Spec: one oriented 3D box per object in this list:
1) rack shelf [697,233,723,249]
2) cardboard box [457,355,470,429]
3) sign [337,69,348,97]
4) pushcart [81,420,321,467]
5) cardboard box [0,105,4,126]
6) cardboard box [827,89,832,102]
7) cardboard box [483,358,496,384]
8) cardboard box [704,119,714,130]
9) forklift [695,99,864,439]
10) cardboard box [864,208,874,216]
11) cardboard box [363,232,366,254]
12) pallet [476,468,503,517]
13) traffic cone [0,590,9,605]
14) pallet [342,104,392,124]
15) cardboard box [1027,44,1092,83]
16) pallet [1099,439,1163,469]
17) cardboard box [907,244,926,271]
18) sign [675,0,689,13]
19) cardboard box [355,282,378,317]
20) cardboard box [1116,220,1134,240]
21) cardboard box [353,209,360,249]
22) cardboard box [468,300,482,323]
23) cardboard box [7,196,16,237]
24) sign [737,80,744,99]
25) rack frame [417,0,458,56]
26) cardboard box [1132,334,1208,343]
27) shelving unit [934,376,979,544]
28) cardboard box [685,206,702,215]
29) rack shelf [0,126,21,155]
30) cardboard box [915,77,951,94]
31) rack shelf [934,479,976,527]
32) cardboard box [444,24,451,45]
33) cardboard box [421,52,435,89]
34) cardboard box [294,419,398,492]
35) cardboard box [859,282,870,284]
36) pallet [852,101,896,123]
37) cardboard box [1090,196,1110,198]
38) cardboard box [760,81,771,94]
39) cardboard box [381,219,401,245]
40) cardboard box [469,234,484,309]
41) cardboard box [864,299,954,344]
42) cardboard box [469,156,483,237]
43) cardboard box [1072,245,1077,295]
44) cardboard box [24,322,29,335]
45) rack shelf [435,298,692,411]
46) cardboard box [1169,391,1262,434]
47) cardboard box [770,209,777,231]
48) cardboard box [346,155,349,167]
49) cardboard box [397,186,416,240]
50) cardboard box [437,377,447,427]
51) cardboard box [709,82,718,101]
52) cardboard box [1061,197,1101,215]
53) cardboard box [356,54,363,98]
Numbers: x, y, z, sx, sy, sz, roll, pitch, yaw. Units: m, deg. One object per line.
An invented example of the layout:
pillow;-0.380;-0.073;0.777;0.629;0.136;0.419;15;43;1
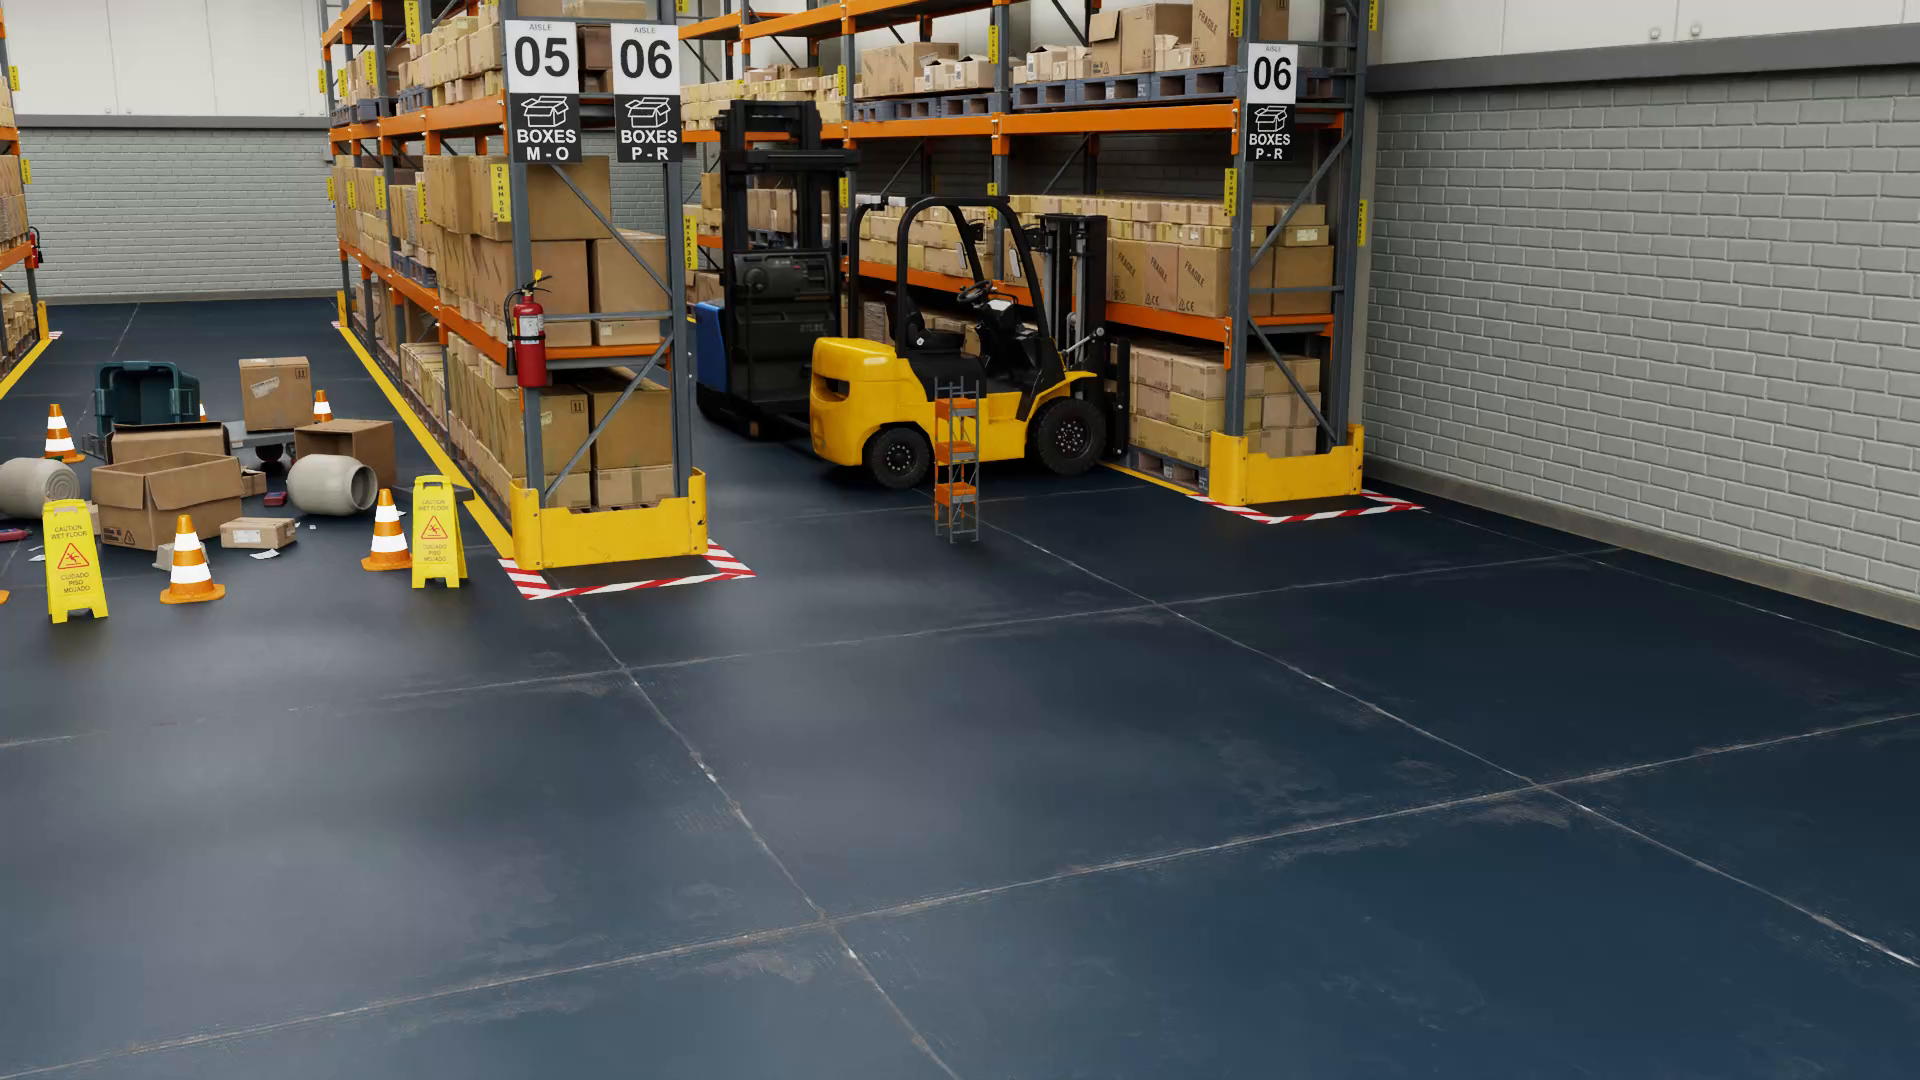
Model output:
rack shelf;-3.213;-4.336;24.548;1.077;0.370;4.000;-6;14;-23
cardboard box;-3.539;-1.146;12.672;0.500;0.500;0.500;-5;14;-21
sign;-7.466;-5.526;20.117;0.100;0.325;0.005;-6;14;-23
pushcart;-5.823;-0.678;12.961;1.648;0.377;0.936;-12;18;-42
cardboard box;-12.002;-5.184;20.298;0.500;0.250;0.500;-5;14;-20
cardboard box;-1.340;-5.193;19.450;0.380;0.149;0.250;-5;14;-22
cardboard box;-3.018;-1.155;11.274;0.380;0.149;0.250;-5;14;-22
cardboard box;-3.470;-5.975;23.940;0.380;0.149;0.250;-5;14;-22
forklift;-1.505;-2.432;14.876;1.130;2.935;3.031;-6;14;-24
cardboard box;-0.843;-3.664;18.389;0.380;0.149;0.250;-5;14;-22
cardboard box;-6.815;-3.530;19.800;0.500;0.250;0.500;-6;14;-24
pallet;-2.960;-0.425;12.237;1.003;0.211;1.213;-6;14;-23
traffic cone;-5.558;0.121;9.321;0.336;0.463;0.334;-6;14;-23
pallet;-7.276;-5.412;21.147;1.003;0.211;1.213;-6;14;-23
cardboard box;0.903;-4.098;14.315;0.500;0.311;0.500;-5;14;-22
pallet;1.566;-0.842;14.037;1.003;0.211;1.213;-6;14;-23
cardboard box;-0.240;-2.943;17.264;0.500;0.250;0.500;-5;14;-21
sign;-1.654;-3.281;9.804;0.100;0.325;0.005;-6;14;-23
cardboard box;-8.205;-3.480;24.003;0.875;0.438;0.875;-6;14;-25
cardboard box;1.463;-2.468;13.220;0.380;0.149;0.250;-6;14;-23
cardboard box;-7.378;-3.946;21.044;0.500;0.500;0.500;-5;14;-22
cardboard box;-3.291;-1.640;11.862;0.380;0.149;0.250;-6;14;-23
cardboard box;-12.036;-3.992;20.584;0.500;0.500;0.500;-5;14;-20
sign;-2.906;-5.936;22.066;0.100;0.325;0.005;-6;14;-23
rack frame;-3.754;-5.094;12.923;1.000;3.000;0.127;-6;14;-23
cardboard box;1.783;-1.576;13.977;0.500;0.250;0.500;-6;14;-24
shelving unit;-0.021;-0.523;10.799;0.215;1.050;0.252;-6;14;-23
cardboard box;-3.877;-4.949;25.275;0.500;0.250;0.500;-5;14;-22
rack shelf;-12.254;-4.880;20.247;1.077;0.370;4.000;-6;14;-23
cardboard box;-0.235;-4.572;16.723;0.380;0.149;0.250;-6;14;-24
rack shelf;-0.021;-0.241;10.864;0.215;0.259;0.240;-6;14;-23
cardboard box;-3.472;-3.594;11.884;0.380;0.149;0.250;-6;14;-25
cardboard box;-3.828;-3.589;12.745;0.500;0.250;0.500;-6;14;-24
cardboard box;-4.571;-0.611;12.393;0.500;0.500;0.500;4;14;16
cardboard box;-1.369;-3.208;21.250;0.380;0.149;0.250;-6;14;-25
pallet;-0.456;-4.684;18.223;1.213;0.211;1.003;-5;14;-20
cardboard box;1.379;-2.982;14.784;0.380;0.149;0.250;-6;14;-23
cardboard box;-2.332;-5.753;21.168;0.380;0.149;0.250;-6;14;-24
cardboard box;-5.783;-3.245;17.464;0.500;0.250;0.500;-6;14;-23
cardboard box;-3.015;-1.833;11.258;0.500;0.500;0.500;-6;14;-23
cardboard box;-0.572;-2.364;18.769;0.875;0.625;0.625;-5;14;-21
cardboard box;-2.752;-2.217;10.697;0.700;0.500;0.500;-5;14;-22
cardboard box;1.159;-2.343;14.120;0.500;0.500;0.500;-6;14;-24
cardboard box;-12.160;-2.705;21.297;0.380;0.149;0.250;-6;14;-25
rack shelf;-2.952;-1.408;11.895;1.077;0.370;4.000;-6;14;-23
cardboard box;1.914;-0.975;12.488;0.500;0.250;0.500;-6;14;-24
cardboard box;-2.207;-4.091;21.259;0.396;0.266;0.258;-5;14;-20
cardboard box;-7.940;-5.030;22.074;0.380;0.149;0.250;-6;14;-23
cardboard box;-5.172;-3.175;16.123;0.500;0.500;0.500;-5;14;-20
cardboard box;-3.966;-1.204;14.316;0.950;0.372;0.625;-5;14;-22
cardboard box;-3.241;-6.342;23.532;0.500;0.250;0.500;-5;14;-22
cardboard box;1.084;-2.826;14.108;0.380;0.149;0.250;-6;14;-24
cardboard box;-6.328;-5.050;18.233;0.500;0.500;0.500;-5;14;-22
